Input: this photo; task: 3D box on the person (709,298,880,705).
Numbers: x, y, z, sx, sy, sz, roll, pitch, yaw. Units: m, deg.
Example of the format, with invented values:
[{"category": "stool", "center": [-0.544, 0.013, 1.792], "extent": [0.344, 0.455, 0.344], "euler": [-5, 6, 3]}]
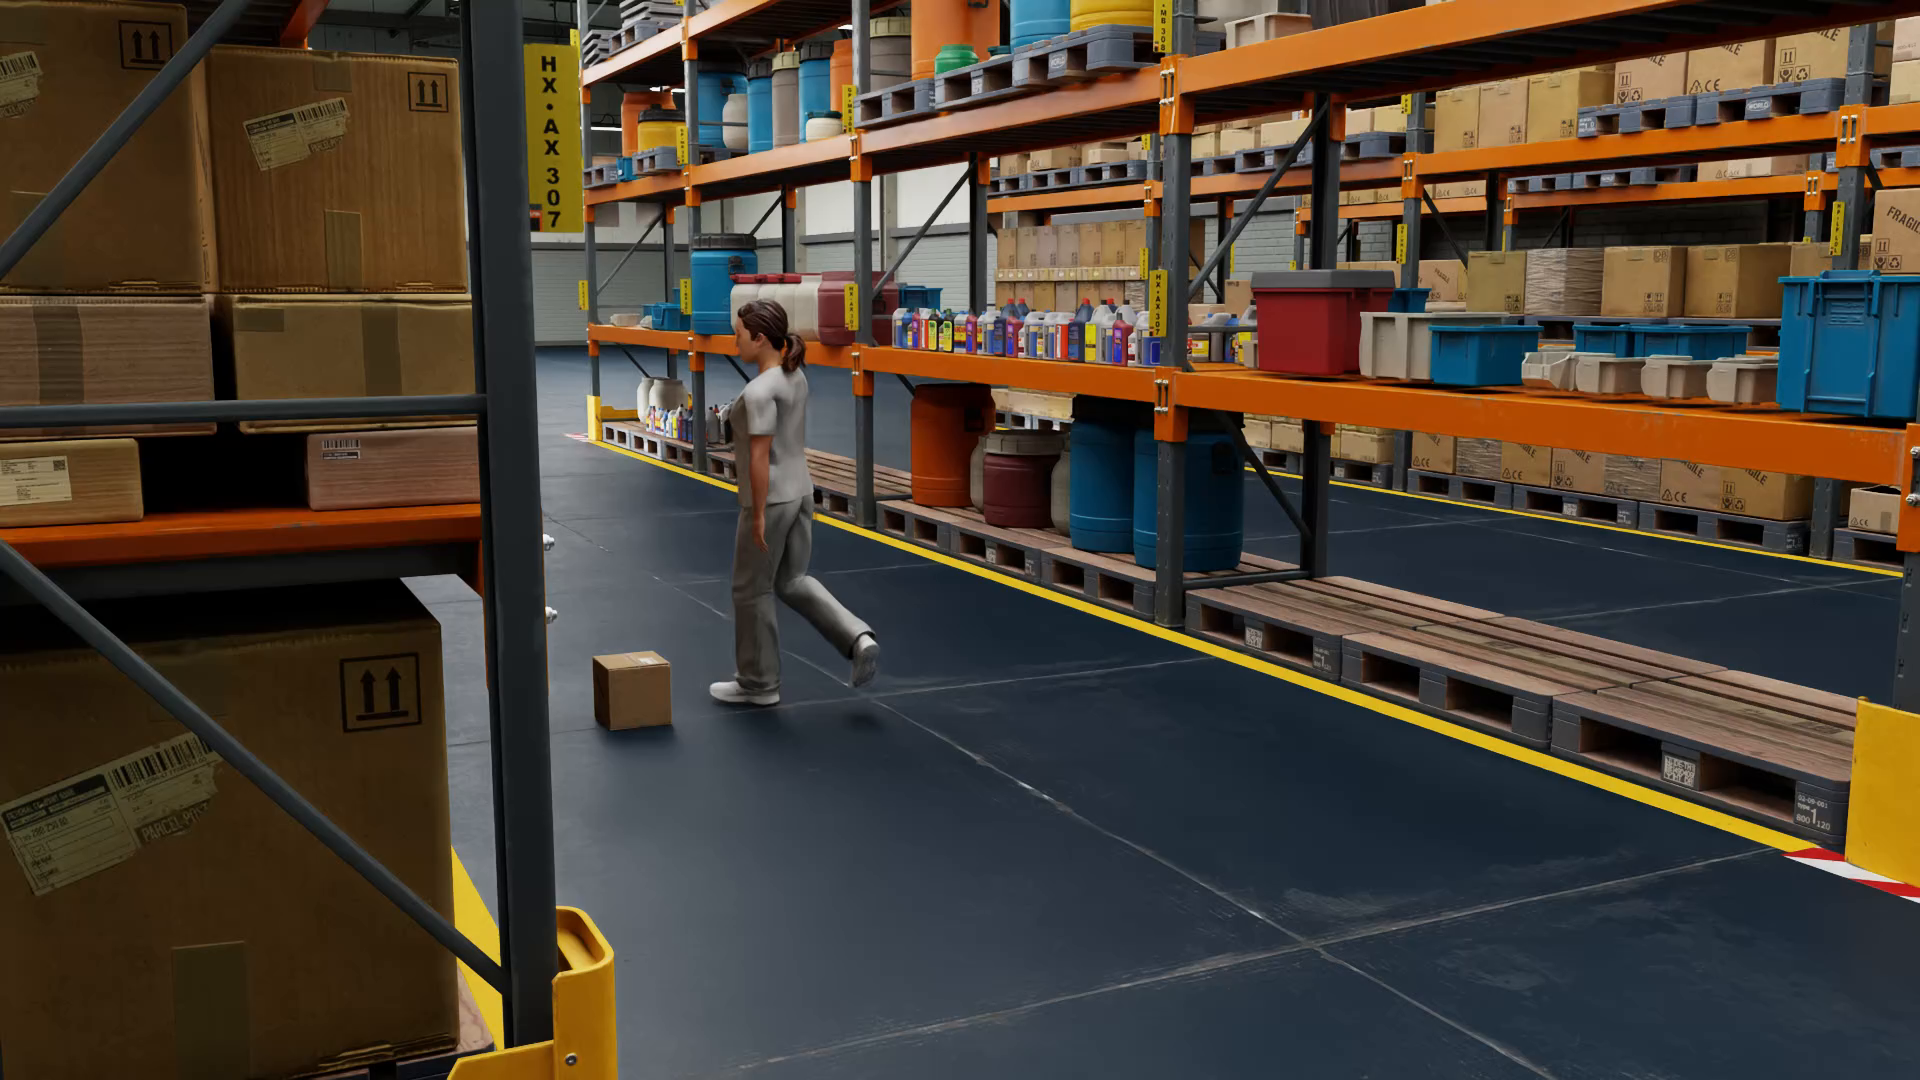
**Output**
[{"category": "person", "center": [-0.696, -0.134, 6.688], "extent": [0.767, 1.661, 0.513], "euler": [3, 9, 21]}]
